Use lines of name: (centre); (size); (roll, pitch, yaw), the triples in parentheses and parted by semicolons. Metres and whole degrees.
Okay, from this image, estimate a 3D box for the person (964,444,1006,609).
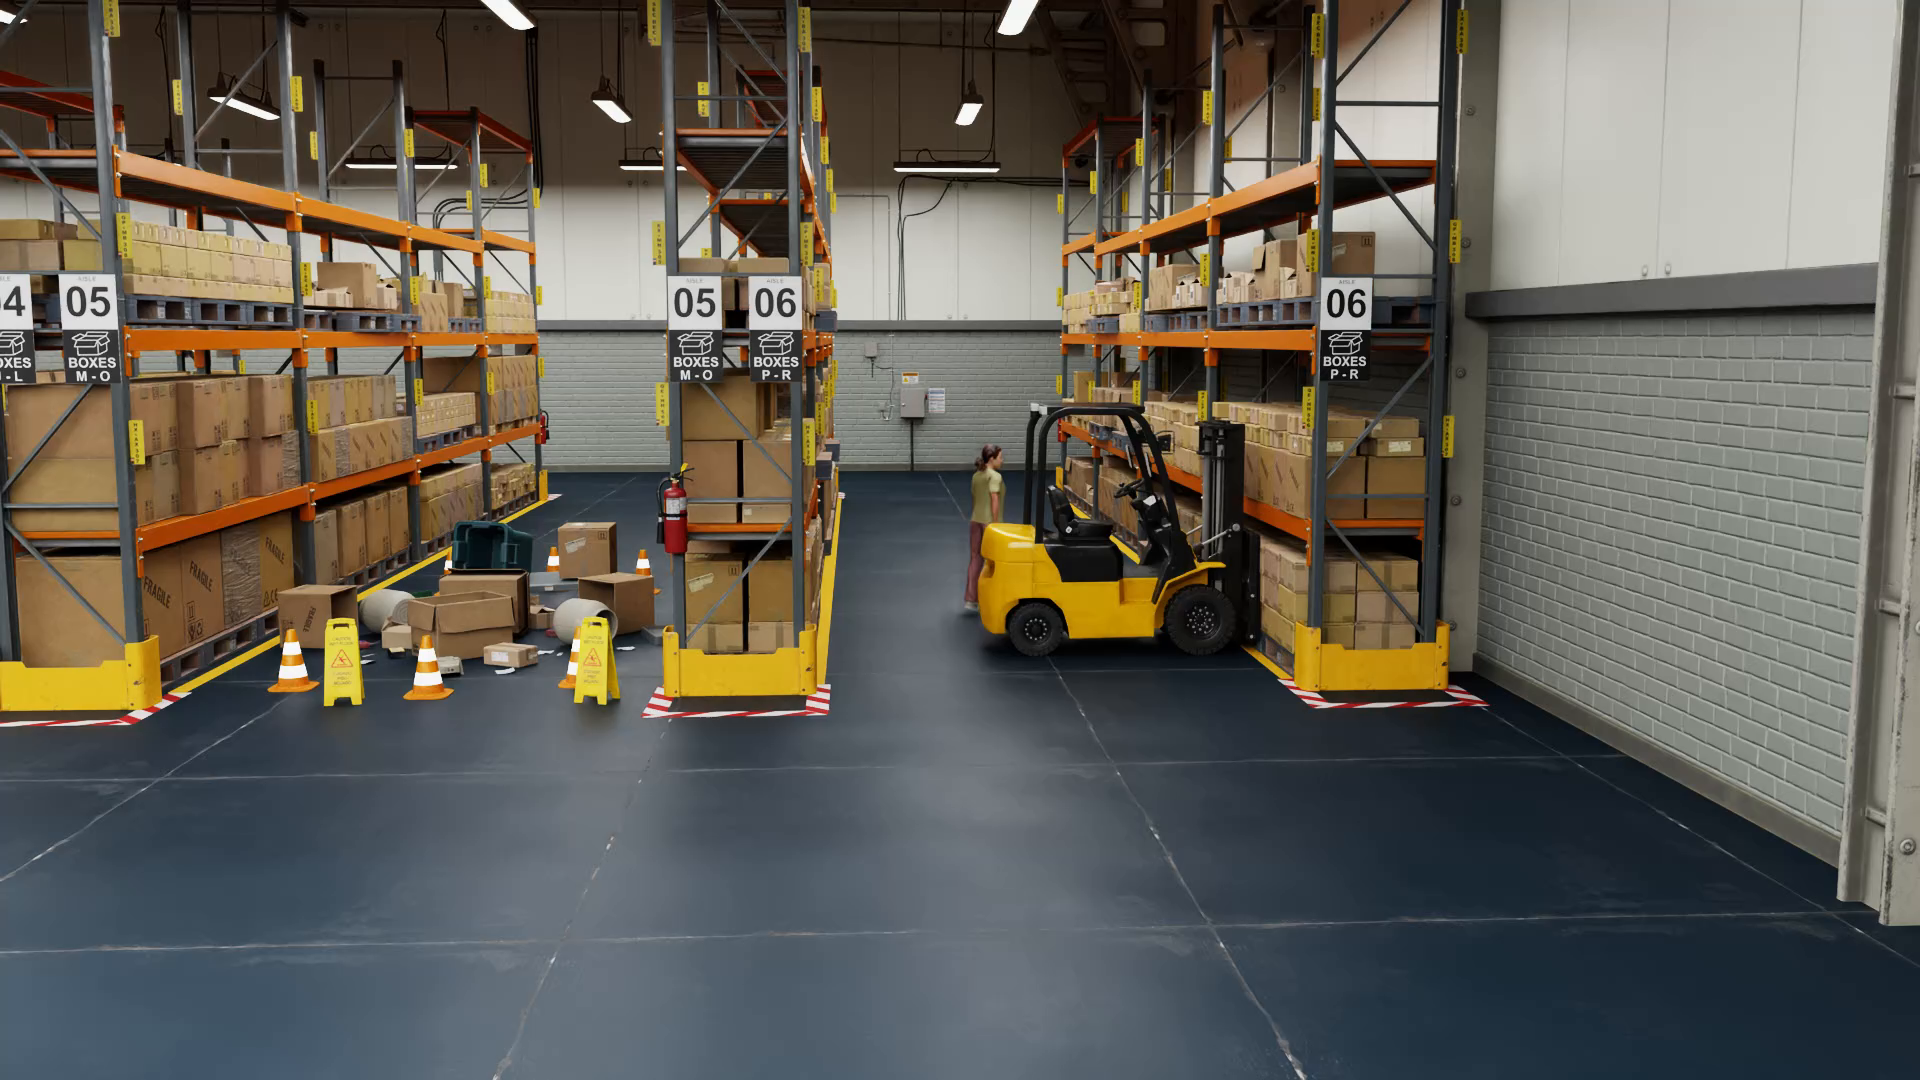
person: (0.262, -0.105, 16.703); (0.523, 1.713, 0.494); (-7, 10, -44)
